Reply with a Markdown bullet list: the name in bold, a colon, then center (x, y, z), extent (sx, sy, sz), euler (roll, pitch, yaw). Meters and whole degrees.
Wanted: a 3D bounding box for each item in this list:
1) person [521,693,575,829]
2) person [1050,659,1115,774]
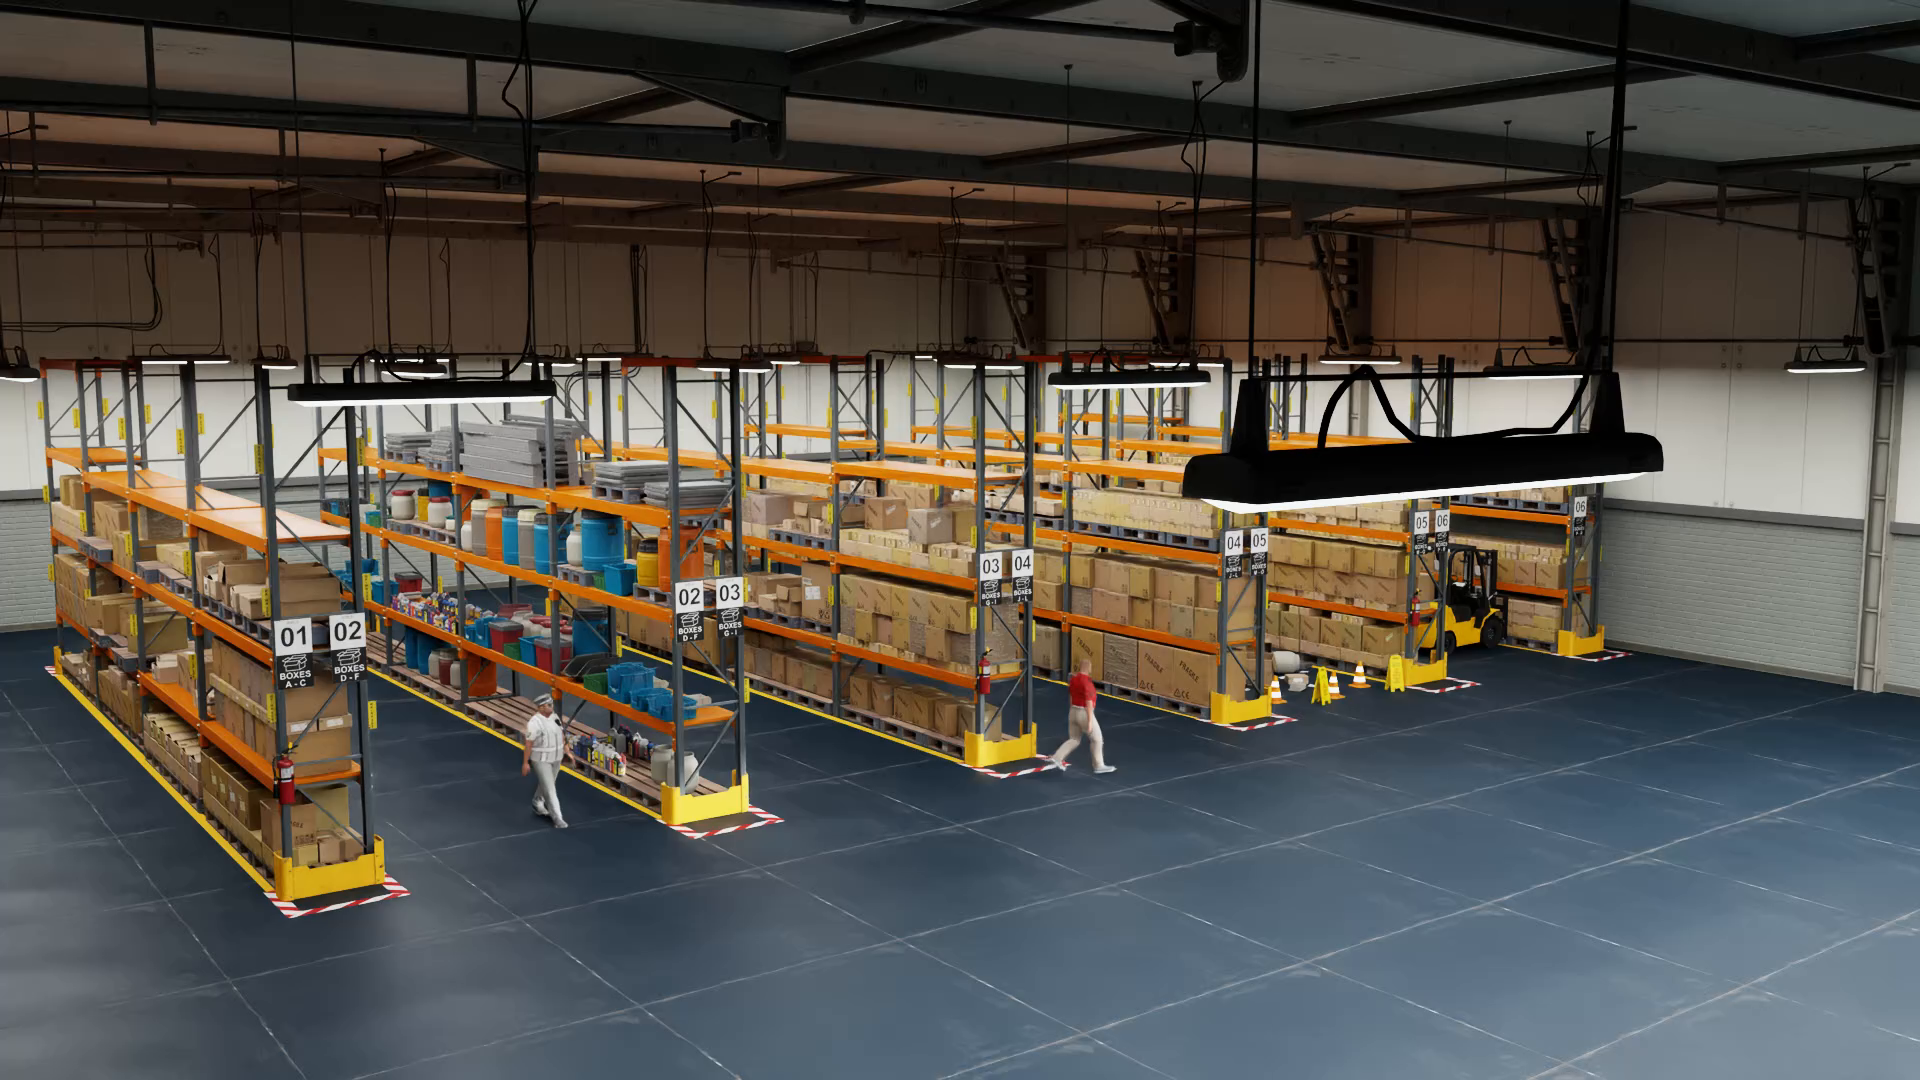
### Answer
- **person**: center (-5.385, 2.847, 21.776), extent (1.088, 1.702, 0.636), euler (5, 9, 39)
- **person**: center (1.764, 2.578, 24.280), extent (0.960, 1.684, 0.569), euler (-4, 8, -33)
